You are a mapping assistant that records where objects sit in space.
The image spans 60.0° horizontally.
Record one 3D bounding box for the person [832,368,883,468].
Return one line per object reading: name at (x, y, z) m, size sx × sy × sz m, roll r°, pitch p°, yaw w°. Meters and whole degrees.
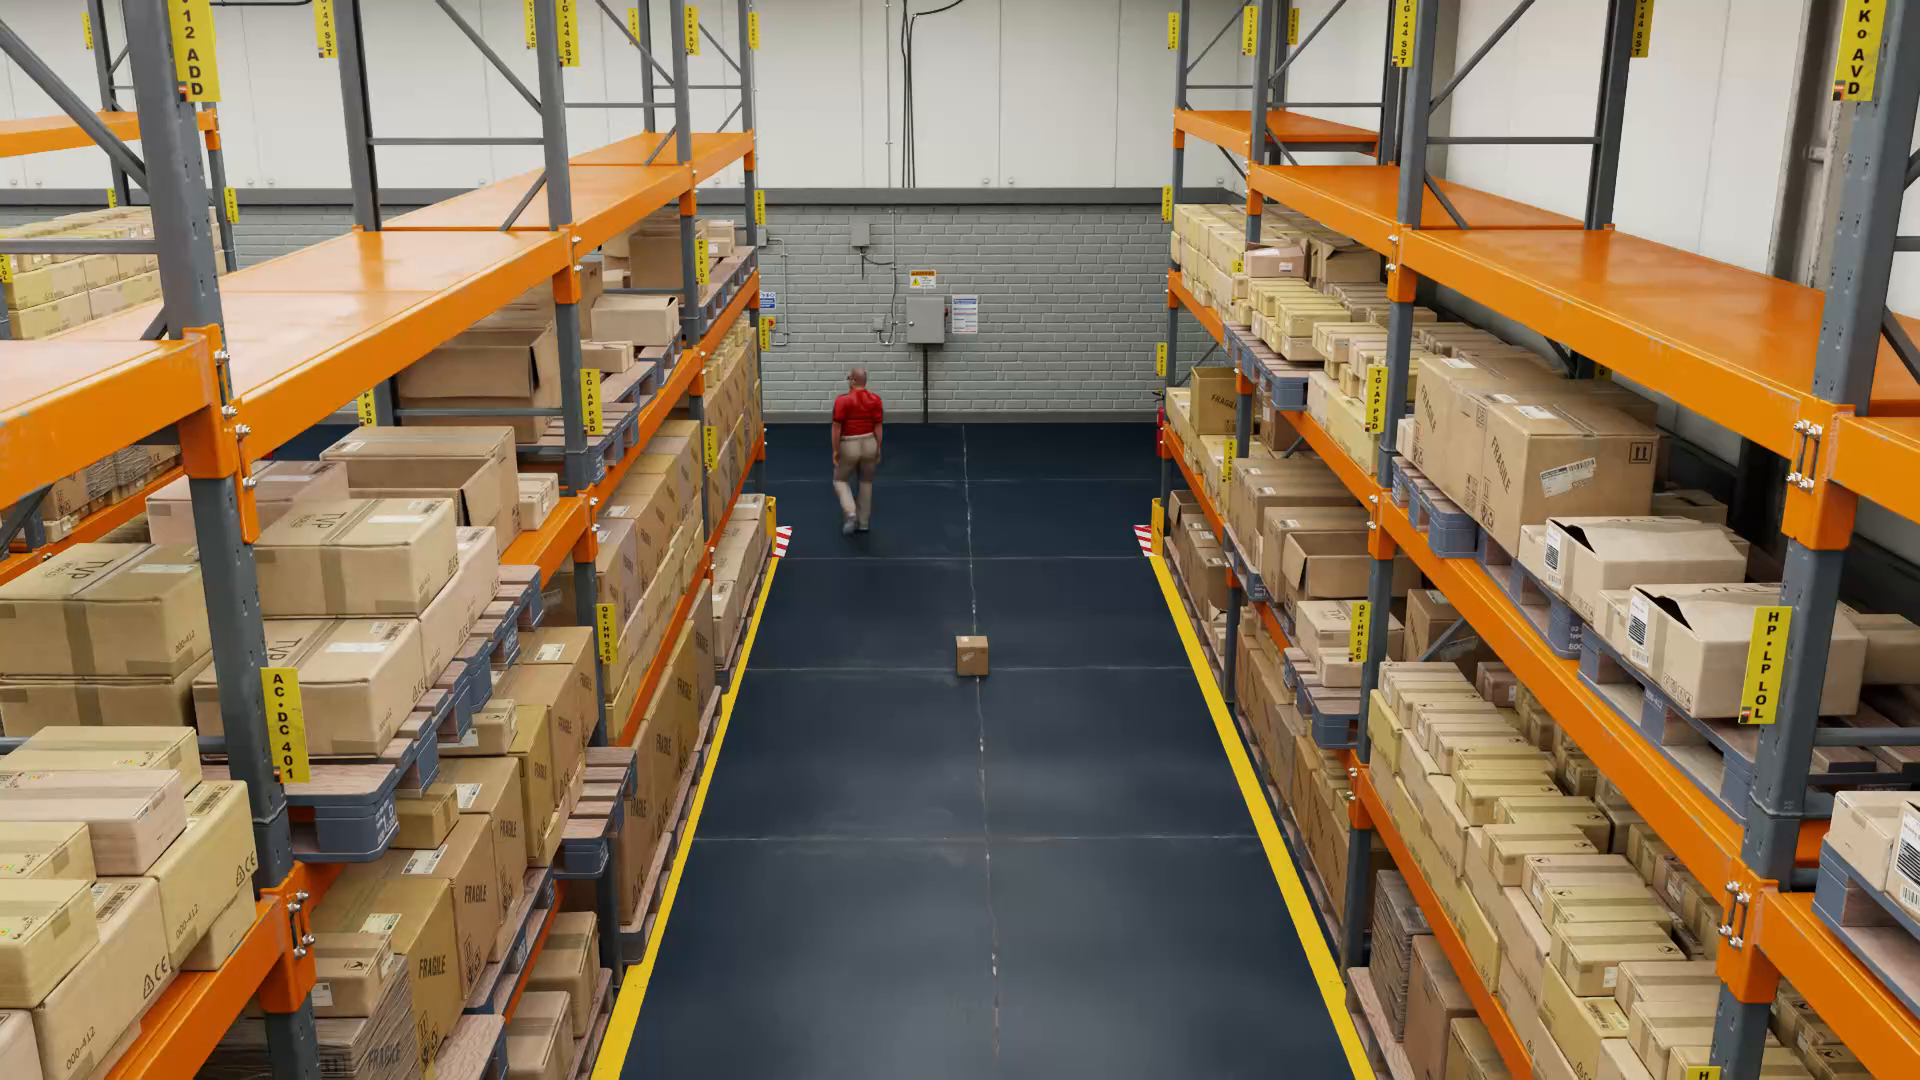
person at (-1.064, -1.249, 16.991) m, size 0.547 × 1.039 × 0.341 m, roll -5°, pitch 18°, yaw -16°
